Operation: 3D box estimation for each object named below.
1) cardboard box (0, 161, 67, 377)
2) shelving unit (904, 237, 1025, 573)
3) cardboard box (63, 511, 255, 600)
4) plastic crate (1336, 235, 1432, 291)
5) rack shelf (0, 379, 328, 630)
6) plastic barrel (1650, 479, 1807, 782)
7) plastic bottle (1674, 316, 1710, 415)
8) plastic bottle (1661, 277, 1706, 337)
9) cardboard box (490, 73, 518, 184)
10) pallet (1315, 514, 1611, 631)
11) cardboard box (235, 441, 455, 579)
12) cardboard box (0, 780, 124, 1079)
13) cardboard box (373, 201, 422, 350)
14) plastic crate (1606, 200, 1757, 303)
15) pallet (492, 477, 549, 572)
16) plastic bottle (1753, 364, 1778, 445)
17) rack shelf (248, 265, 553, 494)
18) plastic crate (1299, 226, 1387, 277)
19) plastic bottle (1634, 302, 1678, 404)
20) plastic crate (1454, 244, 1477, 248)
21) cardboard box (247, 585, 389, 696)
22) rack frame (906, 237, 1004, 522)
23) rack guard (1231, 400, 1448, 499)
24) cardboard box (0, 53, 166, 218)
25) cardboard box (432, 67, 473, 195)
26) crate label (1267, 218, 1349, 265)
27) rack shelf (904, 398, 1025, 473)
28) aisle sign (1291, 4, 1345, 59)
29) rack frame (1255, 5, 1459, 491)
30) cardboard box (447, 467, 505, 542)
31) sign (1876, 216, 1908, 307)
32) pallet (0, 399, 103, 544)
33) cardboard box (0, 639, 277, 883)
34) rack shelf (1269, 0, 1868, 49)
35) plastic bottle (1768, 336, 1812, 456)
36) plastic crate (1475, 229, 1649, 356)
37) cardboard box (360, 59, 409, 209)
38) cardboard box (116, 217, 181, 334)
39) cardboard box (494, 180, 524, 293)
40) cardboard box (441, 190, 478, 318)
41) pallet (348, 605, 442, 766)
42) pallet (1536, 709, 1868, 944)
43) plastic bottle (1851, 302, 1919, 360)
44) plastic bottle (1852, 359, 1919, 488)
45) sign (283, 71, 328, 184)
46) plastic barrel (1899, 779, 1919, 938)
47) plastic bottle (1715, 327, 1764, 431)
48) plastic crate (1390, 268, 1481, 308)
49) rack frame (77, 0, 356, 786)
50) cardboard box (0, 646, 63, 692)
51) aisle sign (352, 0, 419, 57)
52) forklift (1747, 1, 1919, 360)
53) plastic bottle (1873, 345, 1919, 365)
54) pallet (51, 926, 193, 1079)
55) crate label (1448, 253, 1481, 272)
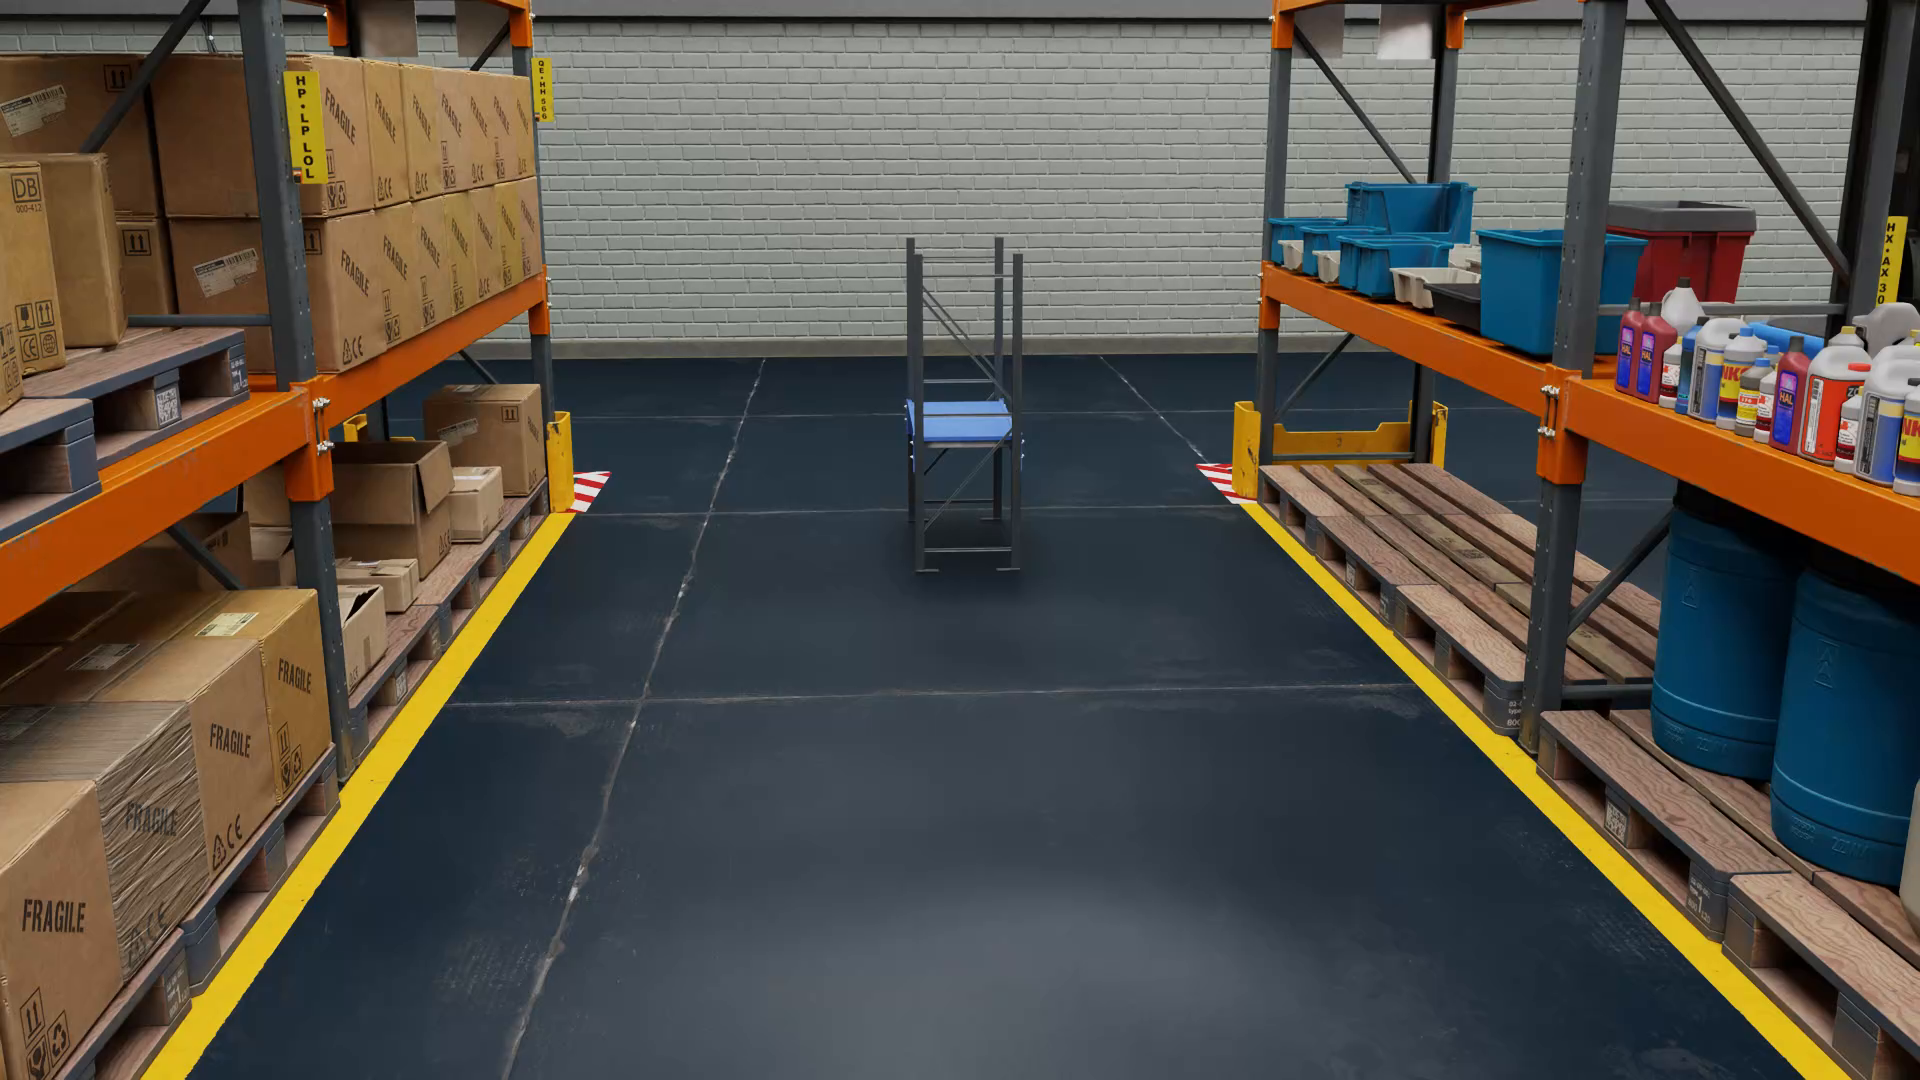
[{"bbox_3d":[-2.595,-0.621,3.877,0.700,0.500,0.500,1,14,5],"label":"cardboard box"},{"bbox_3d":[0.005,-0.705,8.257,0.538,1.500,1.048,-1,14,-3],"label":"shelving unit"},{"bbox_3d":[-2.825,0.200,5.865,0.500,0.500,0.500,-1,14,-3],"label":"cardboard box"},{"bbox_3d":[1.958,-1.285,7.716,0.416,0.233,0.300,-1,14,-3],"label":"plastic crate"},{"bbox_3d":[-2.383,0.185,3.231,1.077,0.370,4.000,-1,14,-3],"label":"rack shelf"},{"bbox_3d":[2.454,0.212,5.050,0.600,0.901,0.708,-1,14,-3],"label":"plastic barrel"},{"bbox_3d":[2.074,-0.490,4.670,0.097,0.271,0.097,0,14,0],"label":"plastic bottle"},{"bbox_3d":[2.138,-0.610,4.975,0.144,0.351,0.185,-1,14,-3],"label":"plastic bottle"},{"bbox_3d":[-2.421,-1.956,7.902,0.500,0.500,0.500,0,14,-2],"label":"cardboard box"},{"bbox_3d":[2.274,0.128,7.606,1.003,0.211,1.213,-1,14,-3],"label":"pallet"},{"bbox_3d":[-2.628,-0.132,7.146,0.797,0.503,0.637,-1,14,-3],"label":"cardboard box"},{"bbox_3d":[-2.104,0.829,3.417,0.500,0.500,0.500,-1,14,-5],"label":"cardboard box"},{"bbox_3d":[-2.301,-0.967,6.065,0.500,0.500,0.500,-1,14,-2],"label":"cardboard box"},{"bbox_3d":[2.632,-1.022,6.230,0.402,0.464,0.583,-1,14,-3],"label":"plastic crate"},{"bbox_3d":[-2.700,-0.088,8.444,1.003,0.211,1.213,-1,14,-3],"label":"pallet"},{"bbox_3d":[2.100,-0.350,4.267,0.097,0.201,0.097,0,14,0],"label":"plastic bottle"},{"bbox_3d":[-2.631,-0.810,7.097,1.077,0.370,4.000,-1,14,-3],"label":"rack shelf"},{"bbox_3d":[1.917,-1.449,8.353,0.416,0.233,0.300,-1,14,-3],"label":"plastic crate"},{"bbox_3d":[2.042,-0.549,4.873,0.061,0.283,0.133,-1,14,-3],"label":"plastic bottle"},{"bbox_3d":[2.421,-1.432,8.482,0.396,0.136,0.243,-1,14,-3],"label":"plastic crate"},{"bbox_3d":[-2.317,0.321,5.773,0.500,0.311,0.500,-1,14,-3],"label":"cardboard box"},{"bbox_3d":[-0.026,-0.832,8.748,0.500,1.500,0.032,-1,14,-3],"label":"rack frame"},{"bbox_3d":[2.175,-0.526,9.568,1.175,0.500,0.348,-1,14,-3],"label":"rack guard"},{"bbox_3d":[-2.797,-1.315,5.410,0.500,0.500,0.500,-1,14,-3],"label":"cardboard box"},{"bbox_3d":[-2.352,-1.699,6.904,0.500,0.500,0.500,0,14,-2],"label":"cardboard box"},{"bbox_3d":[1.876,-1.612,8.989,0.416,0.233,0.303,-1,14,-3],"label":"crate label"},{"bbox_3d":[0.005,-0.531,8.302,0.538,0.185,1.000,-1,14,-3],"label":"rack shelf"},{"bbox_3d":[1.888,-3.003,8.962,0.394,0.787,0.004,-1,14,-3],"label":"aisle sign"},{"bbox_3d":[2.189,-1.731,9.234,1.000,3.000,0.127,-1,14,-3],"label":"rack frame"},{"bbox_3d":[-2.446,-0.169,7.798,0.500,0.250,0.500,-1,14,-3],"label":"cardboard box"},{"bbox_3d":[2.986,-0.878,5.365,0.100,0.325,0.005,-1,14,-3],"label":"sign"},{"bbox_3d":[-2.384,-0.056,3.111,1.003,0.211,1.213,-1,14,-3],"label":"pallet"},{"bbox_3d":[-2.168,0.578,4.393,0.500,0.500,0.500,-1,14,-3],"label":"cardboard box"},{"bbox_3d":[2.313,-2.338,7.017,1.077,0.370,4.000,-1,14,-3],"label":"rack shelf"},{"bbox_3d":[2.089,-0.361,4.144,0.061,0.283,0.133,-1,14,-3],"label":"plastic bottle"},{"bbox_3d":[2.068,-0.868,5.793,0.392,0.384,0.575,-1,14,-3],"label":"plastic crate"},{"bbox_3d":[-2.288,-1.443,5.908,0.500,0.500,0.500,-1,14,-5],"label":"cardboard box"},{"bbox_3d":[-2.794,-0.829,5.530,0.500,0.500,0.500,-1,14,-3],"label":"cardboard box"},{"bbox_3d":[-2.420,-1.468,8.010,0.500,0.500,0.500,-1,14,-3],"label":"cardboard box"},{"bbox_3d":[-2.363,-1.218,7.041,0.500,0.500,0.500,-1,14,-4],"label":"cardboard box"},{"bbox_3d":[-2.549,0.519,6.086,1.003,0.211,1.213,-1,14,-3],"label":"pallet"},{"bbox_3d":[2.443,0.807,4.967,1.003,0.211,1.213,-1,14,-3],"label":"pallet"},{"bbox_3d":[2.784,-0.583,5.022,0.152,0.276,0.135,-1,14,-3],"label":"plastic bottle"},{"bbox_3d":[2.157,-0.267,3.794,0.152,0.276,0.135,-1,14,-3],"label":"plastic bottle"},{"bbox_3d":[-1.953,-1.231,4.967,0.100,0.325,0.005,-1,14,-3],"label":"sign"},{"bbox_3d":[2.443,0.719,3.863,0.421,0.512,0.421,0,14,0],"label":"plastic barrel"},{"bbox_3d":[2.088,-0.433,4.446,0.097,0.271,0.097,0,14,0],"label":"plastic bottle"},{"bbox_3d":[2.029,-1.066,7.058,0.293,0.136,0.466,-1,14,-3],"label":"plastic crate"},{"bbox_3d":[-2.507,-0.661,5.074,1.000,3.000,0.127,-1,14,-3],"label":"rack frame"},{"bbox_3d":[-2.676,0.593,4.334,0.500,0.500,0.500,-1,14,-3],"label":"cardboard box"},{"bbox_3d":[-3.052,-2.927,8.665,0.394,0.787,0.004,-1,14,-3],"label":"aisle sign"},{"bbox_3d":[4.665,-1.161,7.158,1.130,2.935,3.031,-1,14,-4],"label":"forklift"},{"bbox_3d":[2.295,-0.327,4.027,0.152,0.276,0.135,-1,14,-3],"label":"plastic bottle"},{"bbox_3d":[-2.340,1.196,3.456,1.003,0.211,1.213,-1,14,-3],"label":"pallet"},{"bbox_3d":[2.466,-1.291,7.933,0.396,0.136,0.243,-1,14,-3],"label":"crate label"}]
